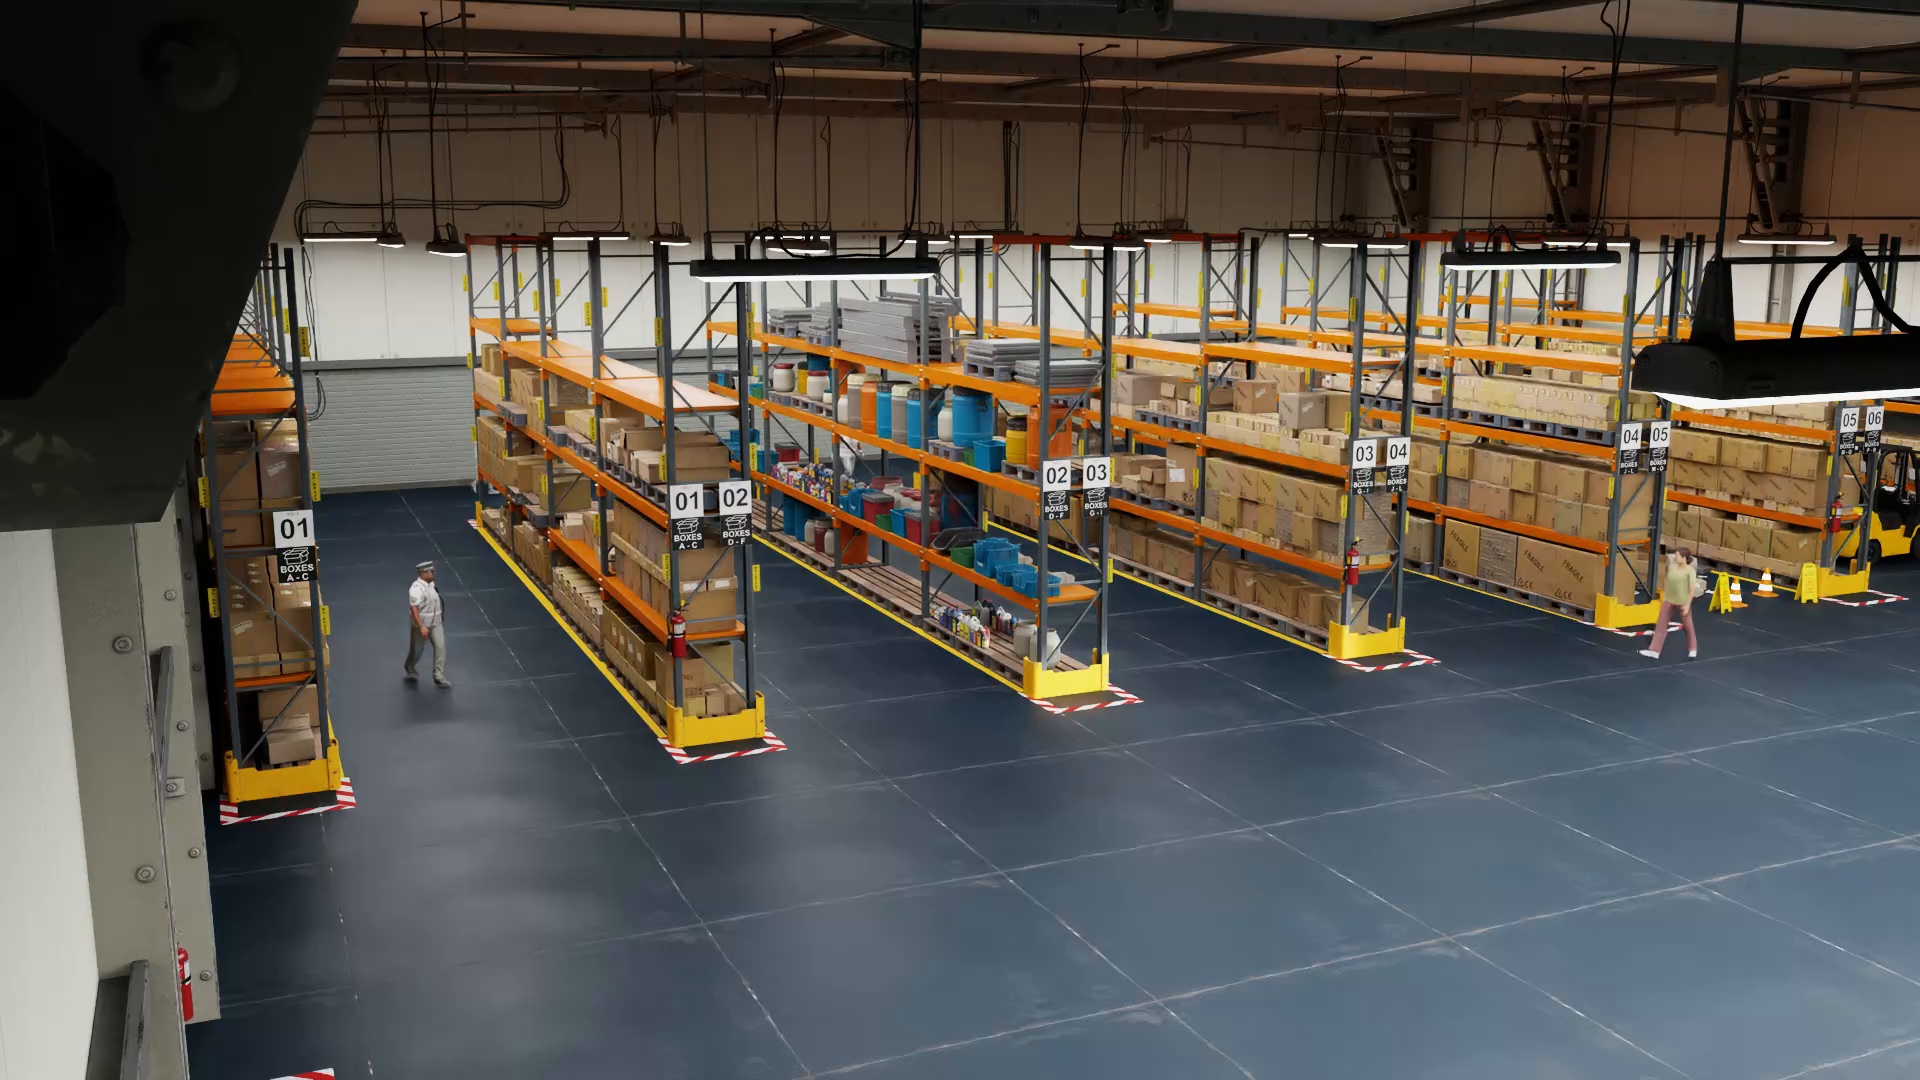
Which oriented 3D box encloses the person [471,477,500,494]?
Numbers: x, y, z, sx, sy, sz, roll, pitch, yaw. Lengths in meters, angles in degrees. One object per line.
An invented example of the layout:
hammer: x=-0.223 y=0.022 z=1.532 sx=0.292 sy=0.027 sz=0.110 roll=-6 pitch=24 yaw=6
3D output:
person: x=-10.961 y=-1.873 z=38.375 sx=0.602 sy=1.661 sz=0.488 roll=-1 pitch=11 yaw=-7

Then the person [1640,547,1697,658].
person: x=10.362 y=0.903 z=24.122 sx=0.588 sy=1.641 sz=0.823 roll=10 pitch=15 yaw=43

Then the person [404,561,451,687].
person: x=-7.342 y=1.125 z=22.805 sx=0.510 sy=1.712 sz=0.973 roll=-9 pitch=14 yaw=-38

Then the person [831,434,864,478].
person: x=-2.596 y=-1.901 z=38.608 sx=0.637 sy=1.843 sz=0.746 roll=-10 pitch=15 yaw=-42
